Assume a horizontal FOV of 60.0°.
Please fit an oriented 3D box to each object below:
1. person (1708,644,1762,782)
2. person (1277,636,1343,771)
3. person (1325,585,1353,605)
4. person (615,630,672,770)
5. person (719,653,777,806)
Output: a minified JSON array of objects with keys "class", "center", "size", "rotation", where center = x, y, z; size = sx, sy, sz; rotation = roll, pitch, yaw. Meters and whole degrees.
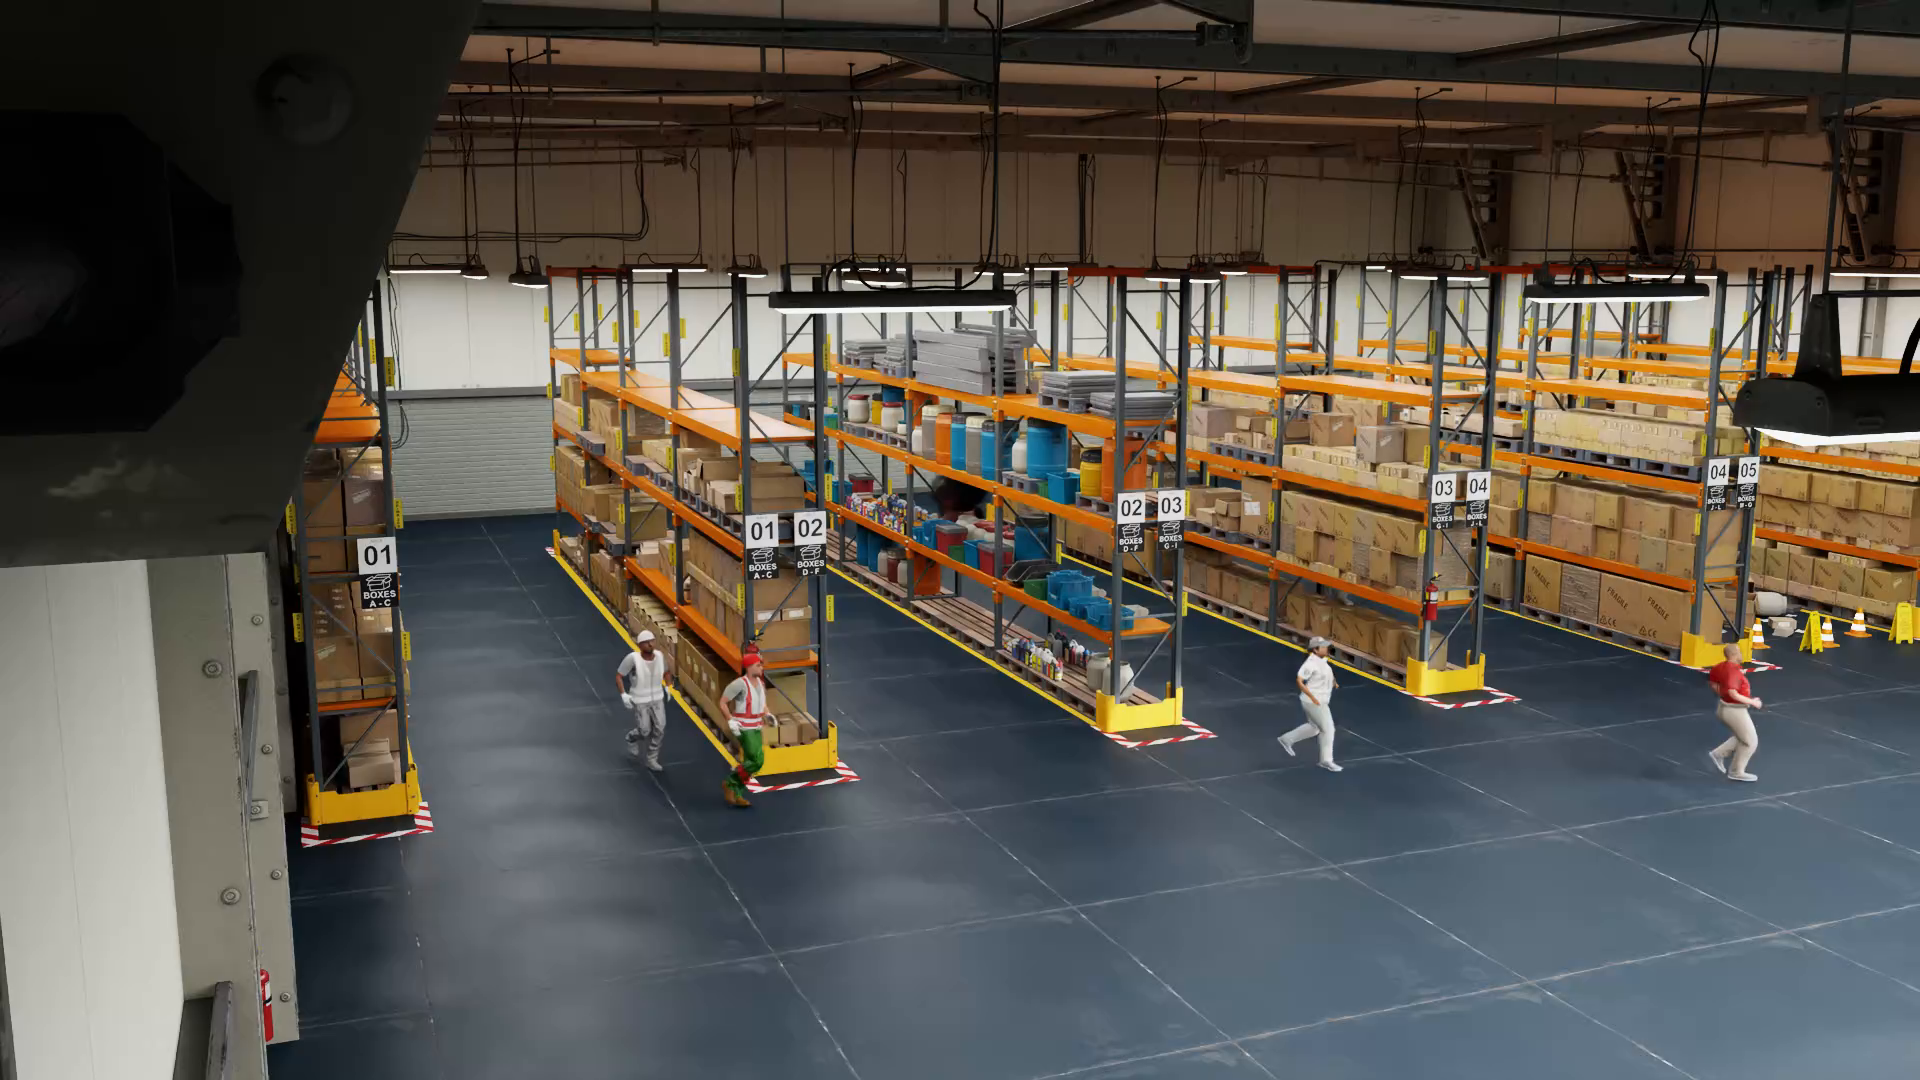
[{"class":"person","center":[9.339,2.072,19.966],"size":[0.559,1.665,0.655],"rotation":[1,10,5]},{"class":"person","center":[4.343,1.999,20.491],"size":[0.799,1.673,0.562],"rotation":[3,10,18]},{"class":"person","center":[6.913,0.296,29.970],"size":[0.694,1.744,0.571],"rotation":[-7,12,-34]},{"class":"person","center":[-3.880,1.954,20.466],"size":[0.711,1.742,0.630],"rotation":[-7,12,-35]},{"class":"person","center":[-2.392,2.177,19.159],"size":[0.544,1.730,0.710],"rotation":[4,11,23]}]
